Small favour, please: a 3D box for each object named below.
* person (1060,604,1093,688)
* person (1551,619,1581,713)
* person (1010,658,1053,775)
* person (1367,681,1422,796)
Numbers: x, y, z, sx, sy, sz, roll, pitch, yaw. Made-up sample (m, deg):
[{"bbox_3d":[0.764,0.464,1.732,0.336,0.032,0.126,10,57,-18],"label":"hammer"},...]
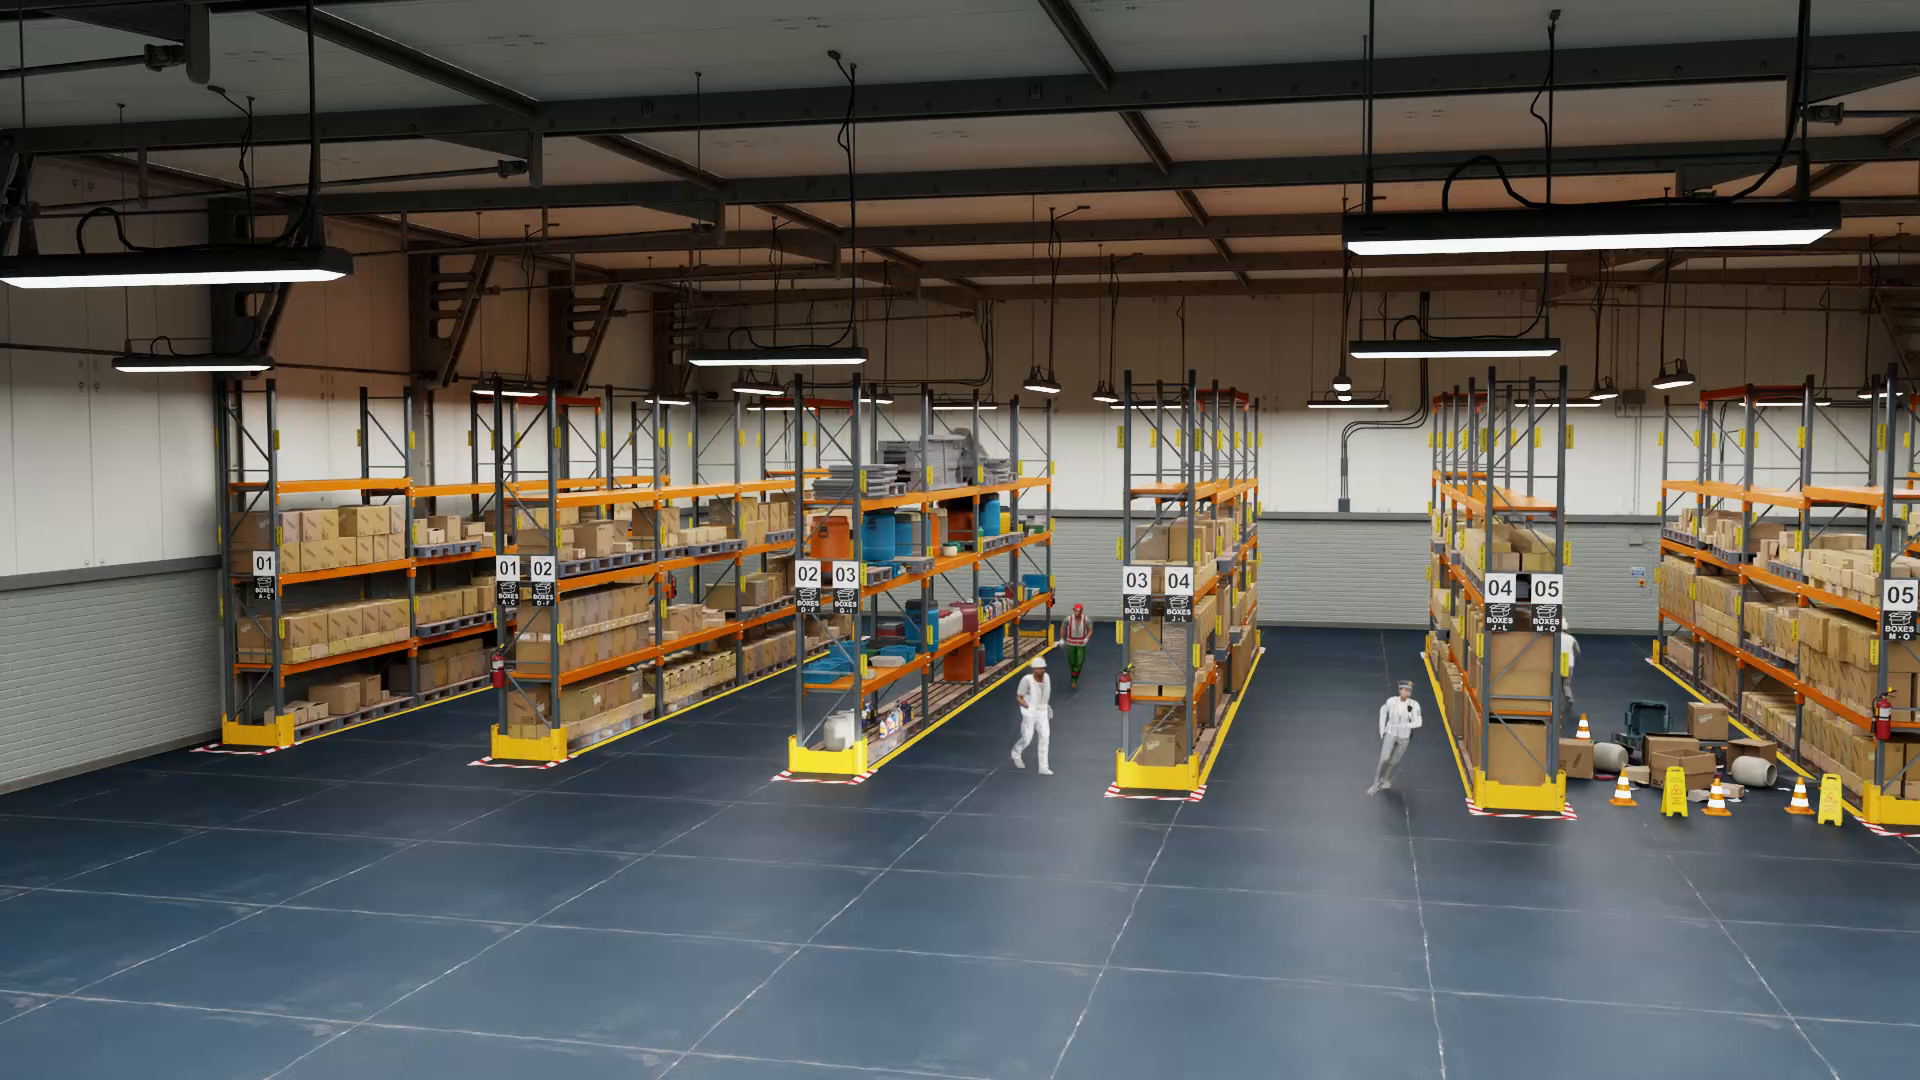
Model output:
[{"bbox_3d":[2.363,2.124,33.749,0.655,1.717,0.693,0,3,-5],"label":"person"},{"bbox_3d":[11.046,2.324,30.466,0.654,1.724,0.757,0,3,7],"label":"person"},{"bbox_3d":[1.074,2.617,24.954,0.646,1.752,0.960,-2,4,-29],"label":"person"},{"bbox_3d":[6.129,2.760,23.449,0.735,1.620,0.712,1,4,14],"label":"person"}]
